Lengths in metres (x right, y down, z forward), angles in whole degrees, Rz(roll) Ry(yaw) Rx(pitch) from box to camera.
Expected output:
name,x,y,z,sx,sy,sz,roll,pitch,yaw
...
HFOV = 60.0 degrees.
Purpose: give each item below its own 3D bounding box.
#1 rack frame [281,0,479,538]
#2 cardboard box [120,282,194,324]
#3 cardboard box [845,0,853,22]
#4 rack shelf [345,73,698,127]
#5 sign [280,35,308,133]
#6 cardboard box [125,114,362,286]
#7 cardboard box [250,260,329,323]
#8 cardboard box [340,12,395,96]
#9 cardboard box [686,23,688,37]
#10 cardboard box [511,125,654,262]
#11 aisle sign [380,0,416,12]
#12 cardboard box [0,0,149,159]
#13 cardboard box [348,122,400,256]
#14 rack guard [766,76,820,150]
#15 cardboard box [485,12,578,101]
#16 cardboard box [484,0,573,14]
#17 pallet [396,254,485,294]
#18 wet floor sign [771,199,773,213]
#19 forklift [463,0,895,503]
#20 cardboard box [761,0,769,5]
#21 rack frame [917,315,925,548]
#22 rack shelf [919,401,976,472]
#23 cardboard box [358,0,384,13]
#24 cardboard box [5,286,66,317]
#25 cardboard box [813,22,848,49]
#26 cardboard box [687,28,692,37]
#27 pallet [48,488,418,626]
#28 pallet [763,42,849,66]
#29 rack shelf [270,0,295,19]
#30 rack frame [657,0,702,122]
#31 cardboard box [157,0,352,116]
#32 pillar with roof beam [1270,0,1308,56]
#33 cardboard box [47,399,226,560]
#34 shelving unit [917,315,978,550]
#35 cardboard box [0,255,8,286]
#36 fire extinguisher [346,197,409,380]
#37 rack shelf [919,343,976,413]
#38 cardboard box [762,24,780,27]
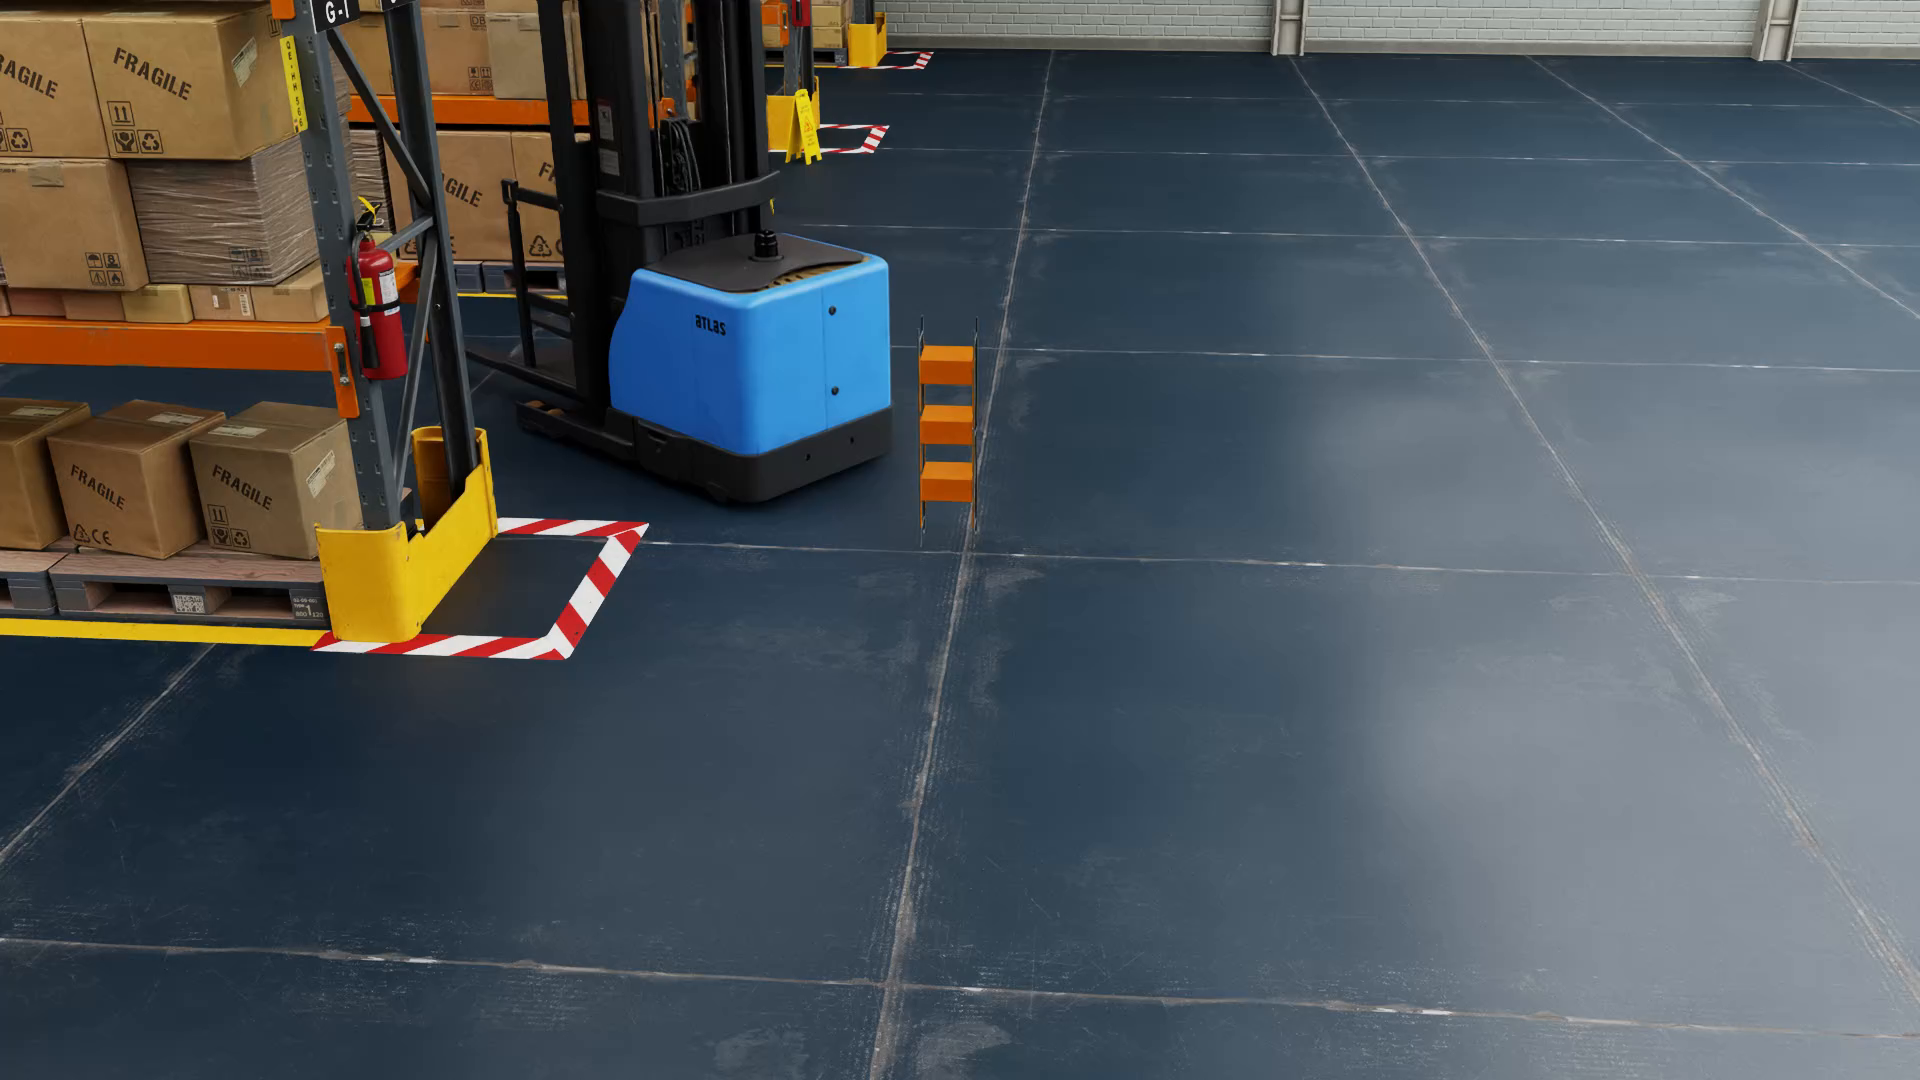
name,x,y,z,sx,sy,sz,roll,pitch,yaw
rack frame,-2.310,-1.184,6.734,0.127,3.000,1.000,2,25,4
cardboard box,-3.112,-0.987,6.608,0.250,0.149,0.380,2,25,4
cardboard box,-1.628,-6.653,20.810,0.500,0.250,0.500,2,25,5
rack shelf,-3.824,-2.985,11.509,4.000,0.370,1.077,2,25,4
sign,-2.372,-1.623,5.925,0.005,0.325,0.100,2,25,4
cardboard box,-2.856,-1.393,6.714,0.500,0.500,0.875,2,25,4
cardboard box,-2.610,-0.993,6.619,0.250,0.149,0.380,2,25,4
cardboard box,-3.833,-3.387,11.344,0.500,0.550,0.875,2,25,4
cardboard box,-2.741,-4.792,15.689,0.250,0.149,0.380,3,25,6
cardboard box,-2.511,-2.467,11.563,0.875,0.875,0.875,2,25,4
aisle sign,-2.225,-2.488,6.458,0.004,0.787,0.394,2,25,4
cardboard box,-3.376,-1.747,6.286,0.500,0.500,0.500,2,25,4
cardboard box,-4.297,-2.525,11.688,0.875,0.875,0.875,2,25,4
rack guard,-1.627,-4.181,16.238,0.348,0.500,1.175,2,25,4
cardboard box,-2.753,-3.317,11.191,0.550,0.550,0.875,2,25,4
cardboard box,-2.752,-3.814,10.978,0.550,0.550,0.875,2,25,4
pallet,-3.846,-2.014,11.874,1.213,0.211,1.003,2,25,4
wet floor sign,-1.649,-3.002,13.503,0.232,0.644,0.267,-2,25,-5
forklift,-1.772,-2.012,8.616,3.031,2.935,1.130,21,32,37
cardboard box,-1.941,-5.123,15.595,0.250,0.149,0.380,3,25,6
rack frame,-0.175,-0.483,7.543,0.008,1.050,0.200,2,25,4
rack shelf,-0.053,-0.469,7.539,0.240,0.259,0.215,2,25,4
cardboard box,-3.838,-3.851,11.059,0.500,0.550,0.875,2,25,4
cardboard box,-3.606,-1.027,6.694,0.250,0.149,0.380,2,25,4
cardboard box,-1.668,-6.208,20.440,0.500,0.250,0.500,2,25,4
cardboard box,-2.880,-4.753,16.381,0.500,0.500,0.500,1,25,2
pallet,-3.193,0.040,7.411,1.213,0.211,1.003,2,25,4
pallet,-1.941,-6.123,20.805,1.213,0.211,1.003,2,25,4
rack shelf,-4.304,-2.284,6.396,4.000,0.370,1.077,2,25,4
rack frame,-1.829,-3.248,11.220,0.127,3.000,1.000,2,25,4
cardboard box,-2.837,-1.950,6.727,0.500,0.500,0.500,2,25,4
pillar with roof beam,3.853,-8.520,15.501,0.400,9.000,9.100,2,25,4
cardboard box,-3.530,-0.271,7.238,0.500,0.500,0.500,8,26,18
shelving unit,-0.053,-0.479,7.534,0.252,1.050,0.215,2,25,4
cardboard box,-3.859,-1.393,6.714,0.500,0.500,0.875,2,25,4
fire extinguisher,-2.231,-0.953,6.325,0.183,0.674,0.296,2,25,4
rack shelf,-0.053,-0.727,7.420,0.240,0.259,0.215,2,25,4
cardboard box,-2.183,-6.458,20.384,0.500,0.250,0.500,2,25,3
